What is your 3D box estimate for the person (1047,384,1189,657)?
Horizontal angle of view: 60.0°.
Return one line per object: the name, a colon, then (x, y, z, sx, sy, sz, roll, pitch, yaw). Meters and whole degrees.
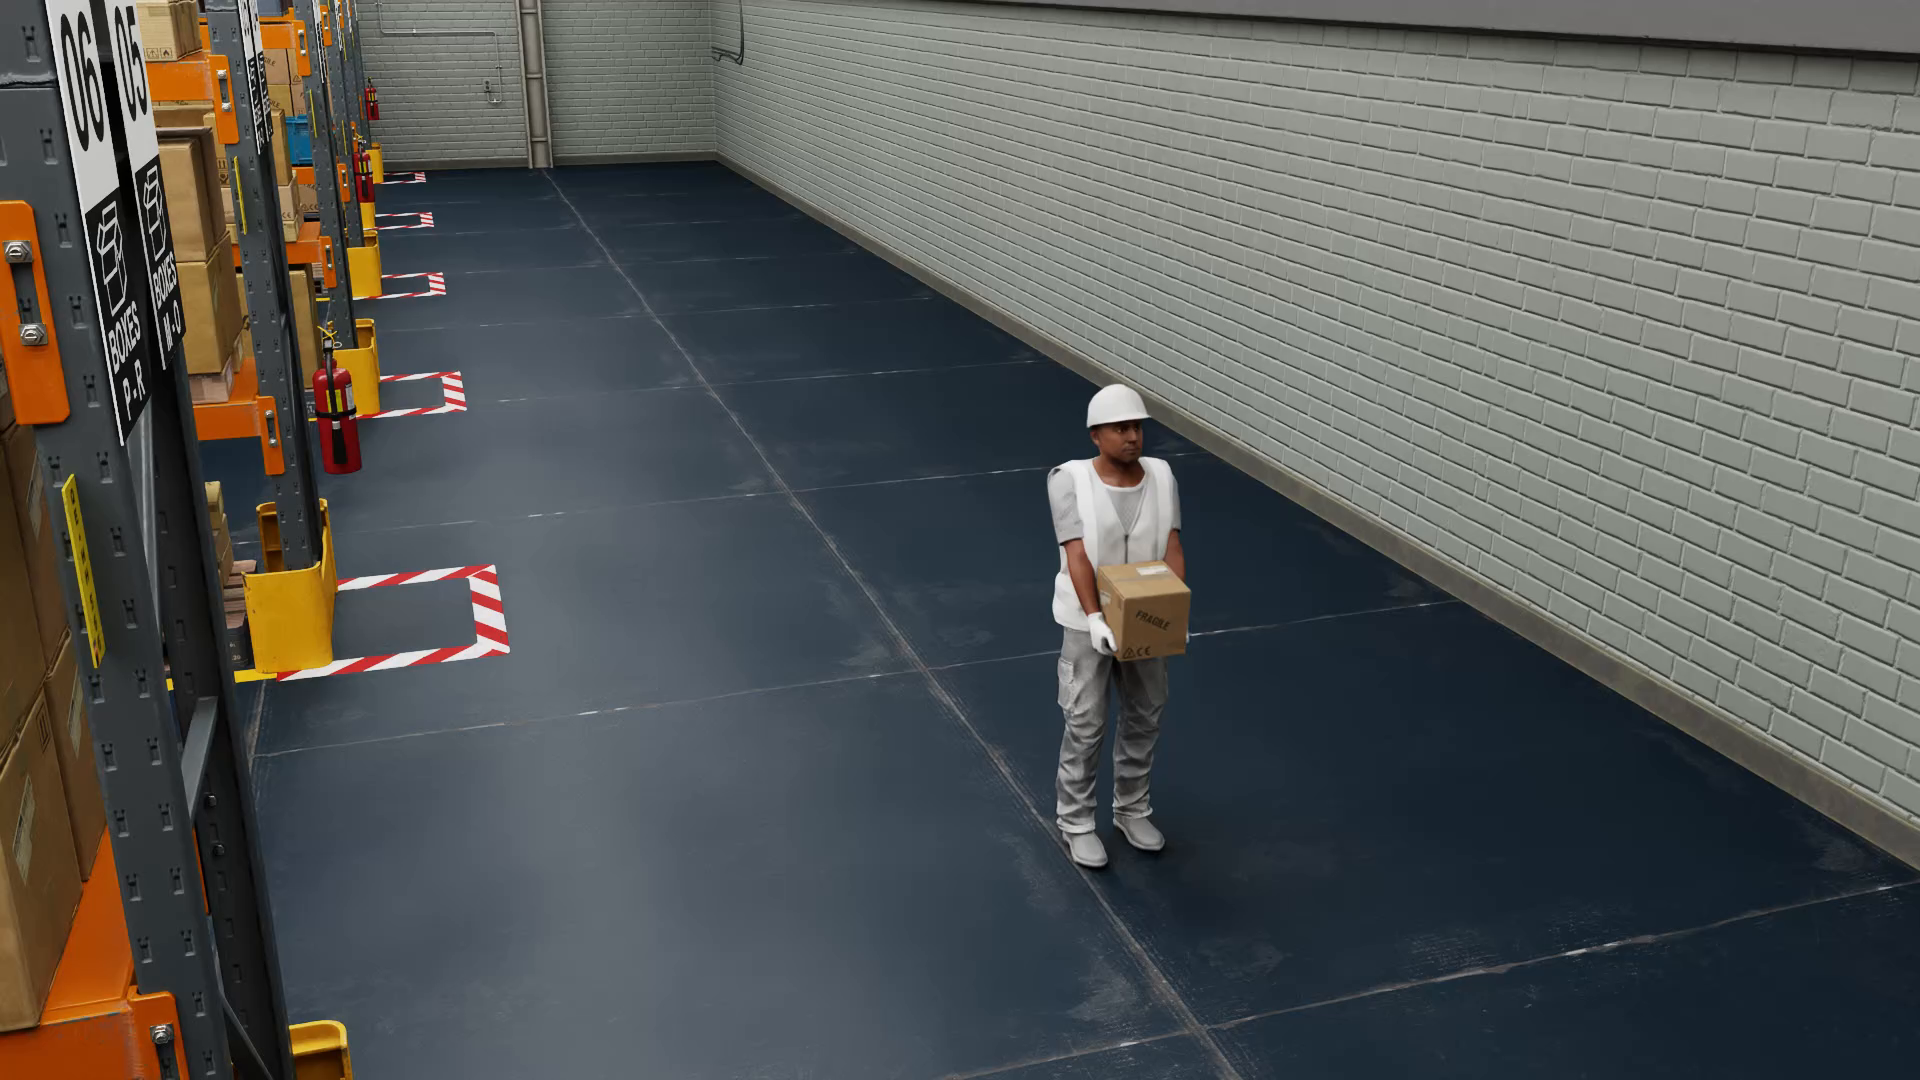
person: (0.599, -0.084, 5.921, 0.488, 0.887, 0.573, -6, 20, -16)
